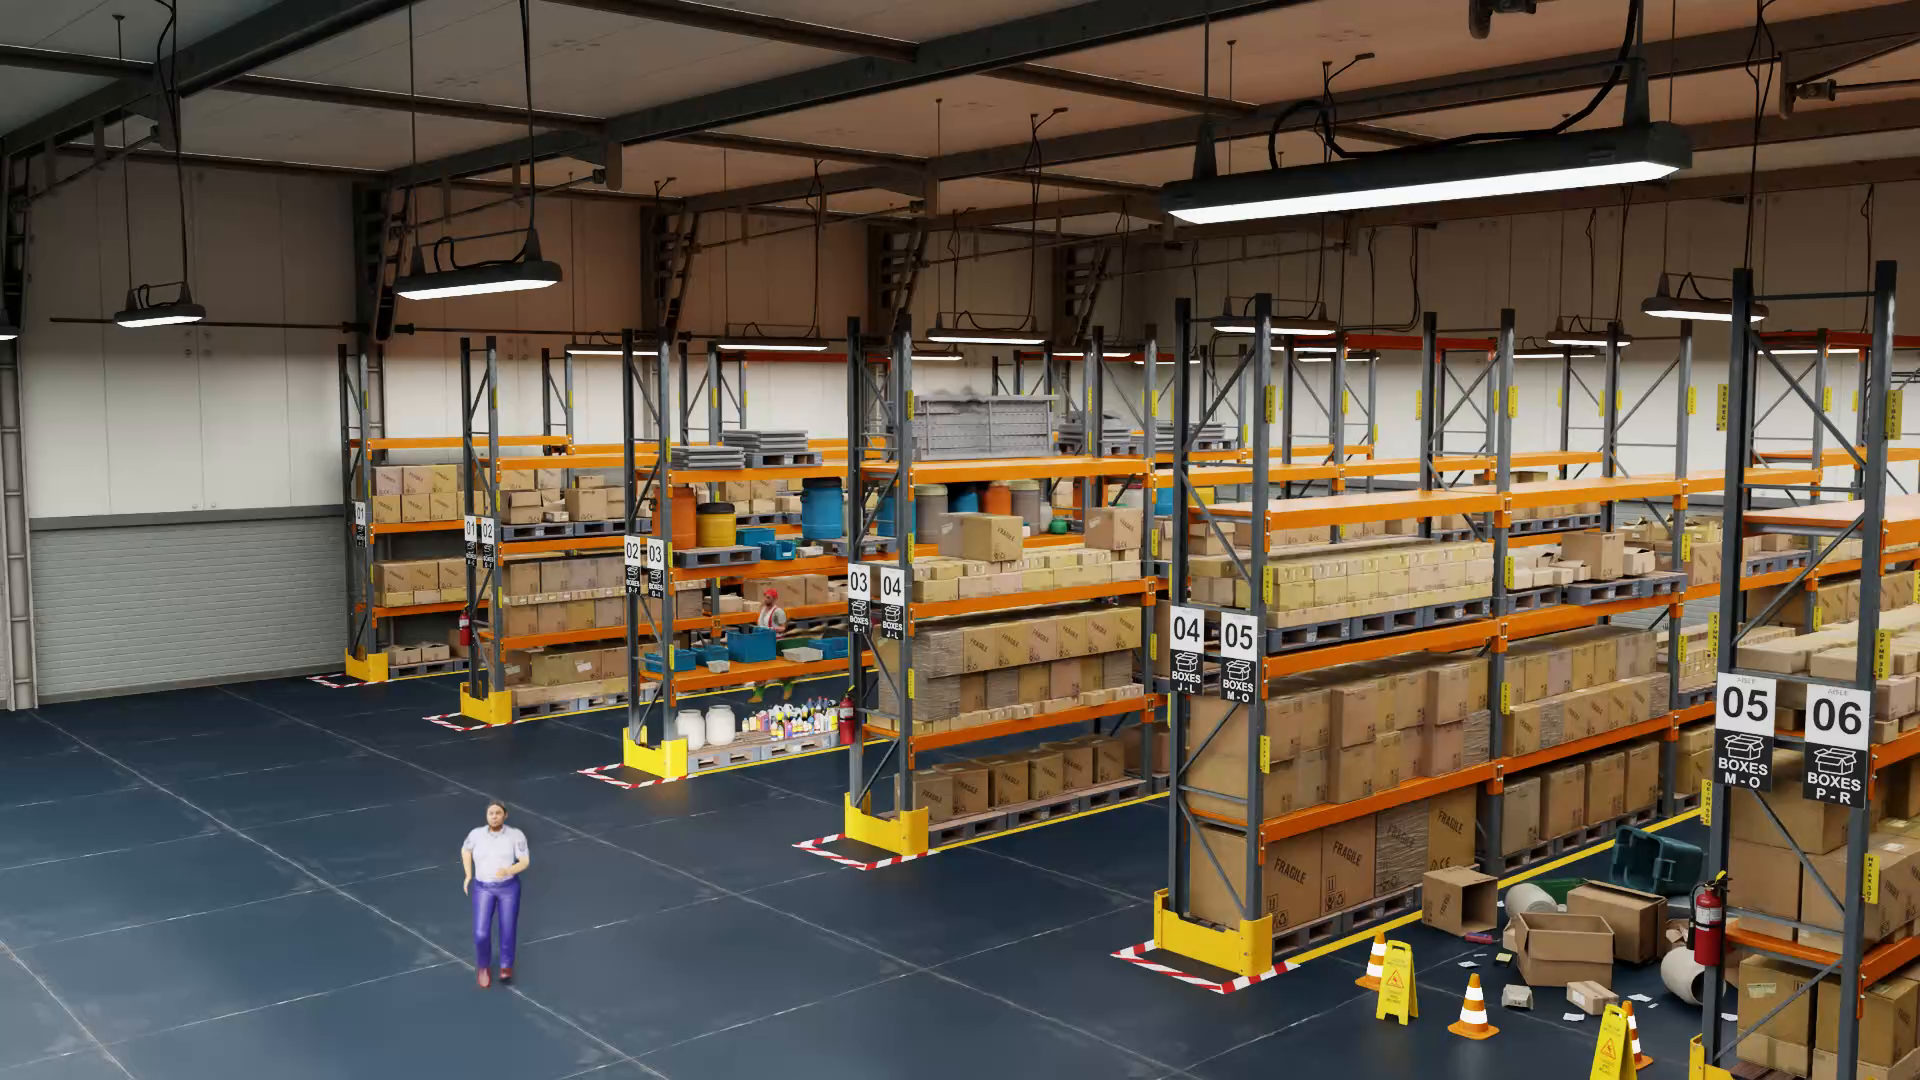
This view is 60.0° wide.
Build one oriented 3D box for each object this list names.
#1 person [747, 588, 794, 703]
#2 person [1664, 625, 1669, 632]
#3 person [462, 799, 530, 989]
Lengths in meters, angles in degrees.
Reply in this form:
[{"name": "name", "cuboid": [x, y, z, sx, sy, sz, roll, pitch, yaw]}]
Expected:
[{"name": "person", "cuboid": [-2.988, 1.654, 26.021, 0.667, 1.798, 0.896, 4, 7, 38]}, {"name": "person", "cuboid": [10.508, 2.110, 24.684, 0.829, 1.717, 0.543, -5, 7, -44]}, {"name": "person", "cuboid": [-4.013, 3.067, 14.375, 0.587, 1.640, 0.648, -1, 5, -12]}]
